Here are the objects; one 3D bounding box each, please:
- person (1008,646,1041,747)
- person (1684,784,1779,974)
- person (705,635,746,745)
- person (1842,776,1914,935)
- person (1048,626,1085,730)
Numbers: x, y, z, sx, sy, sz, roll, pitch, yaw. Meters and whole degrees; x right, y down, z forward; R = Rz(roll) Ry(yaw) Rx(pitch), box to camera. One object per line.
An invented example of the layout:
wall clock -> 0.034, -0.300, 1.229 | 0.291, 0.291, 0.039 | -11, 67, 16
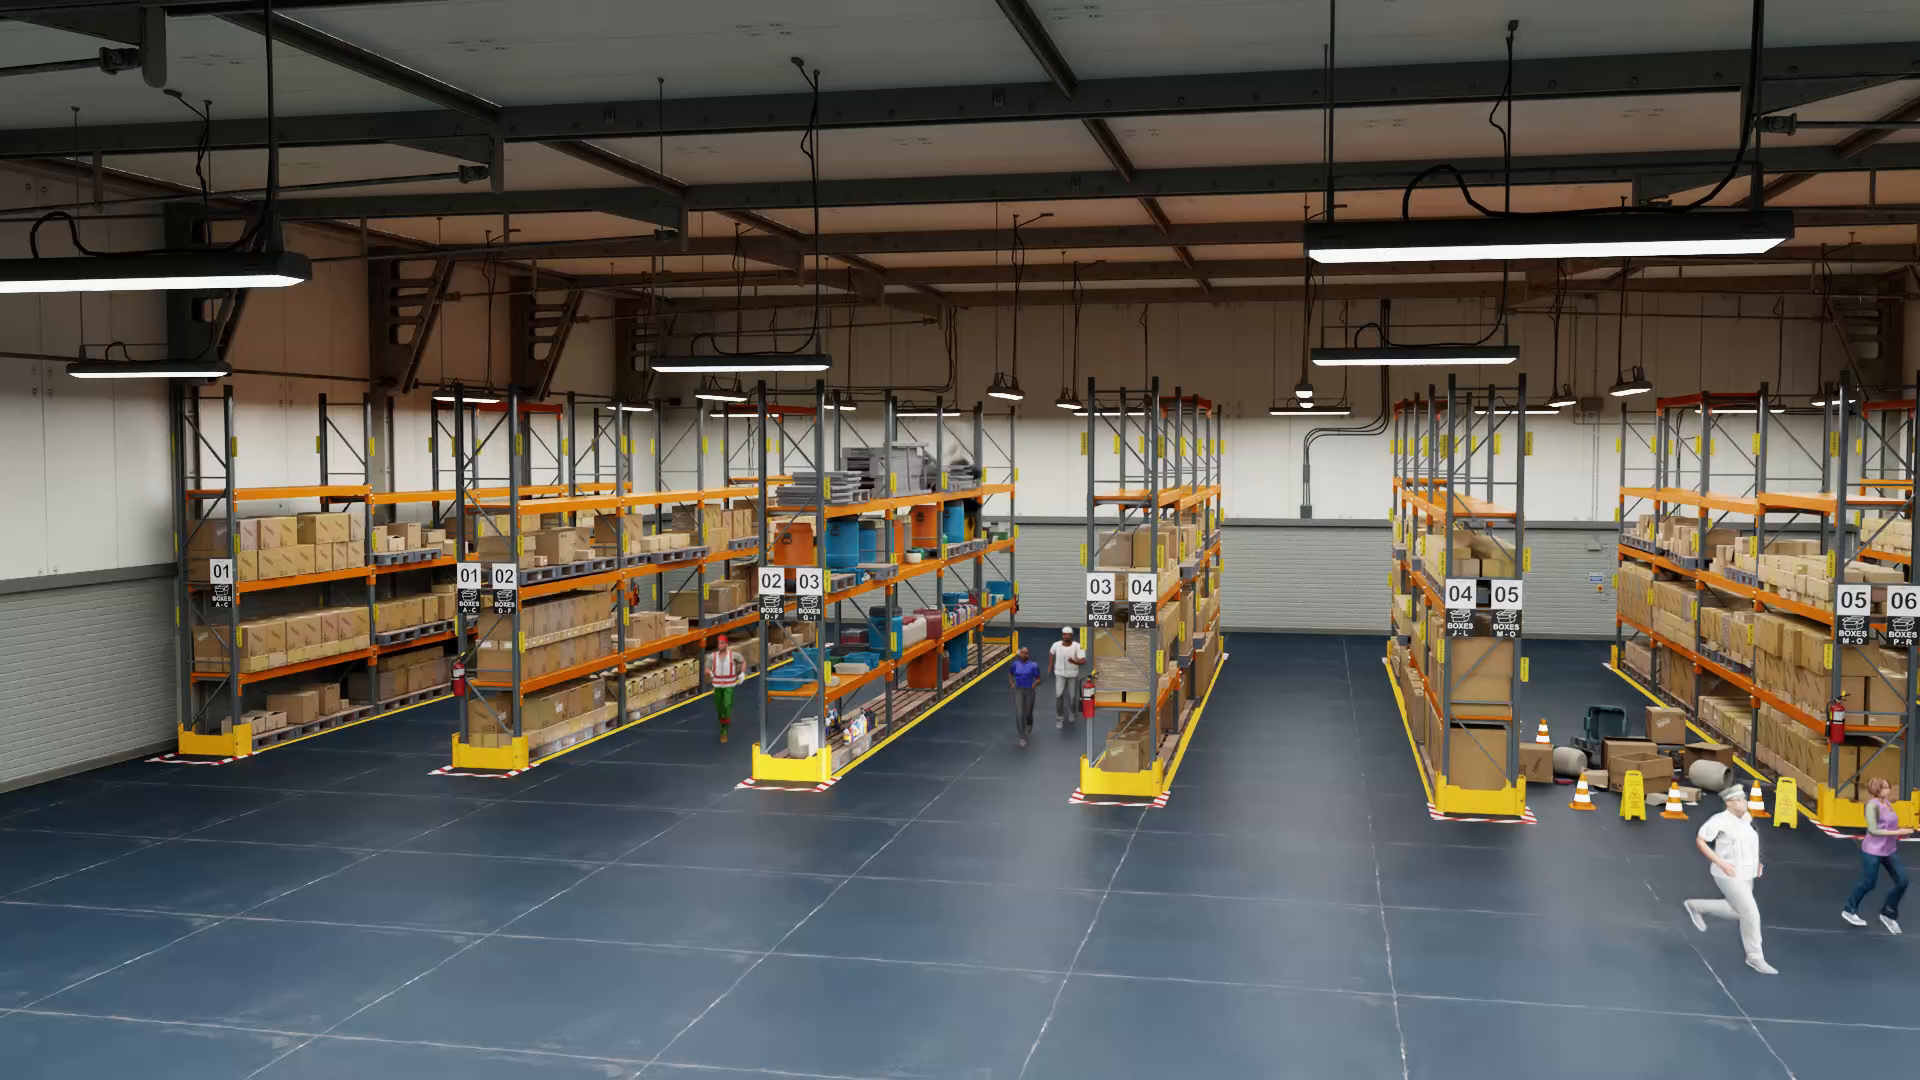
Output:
person -> 1.088, 2.625, 28.143 | 0.579, 1.648, 0.842 | 0, 3, 6
person -> 7.515, 3.244, 16.179 | 0.643, 1.779, 0.997 | -2, 4, -37
person -> -4.022, 2.528, 28.383 | 0.665, 1.810, 0.900 | 0, 3, 5
person -> 9.460, 3.249, 17.102 | 0.514, 1.648, 0.684 | -2, 4, -30
person -> 1.908, 2.454, 29.744 | 0.674, 1.825, 0.782 | 1, 3, 9
